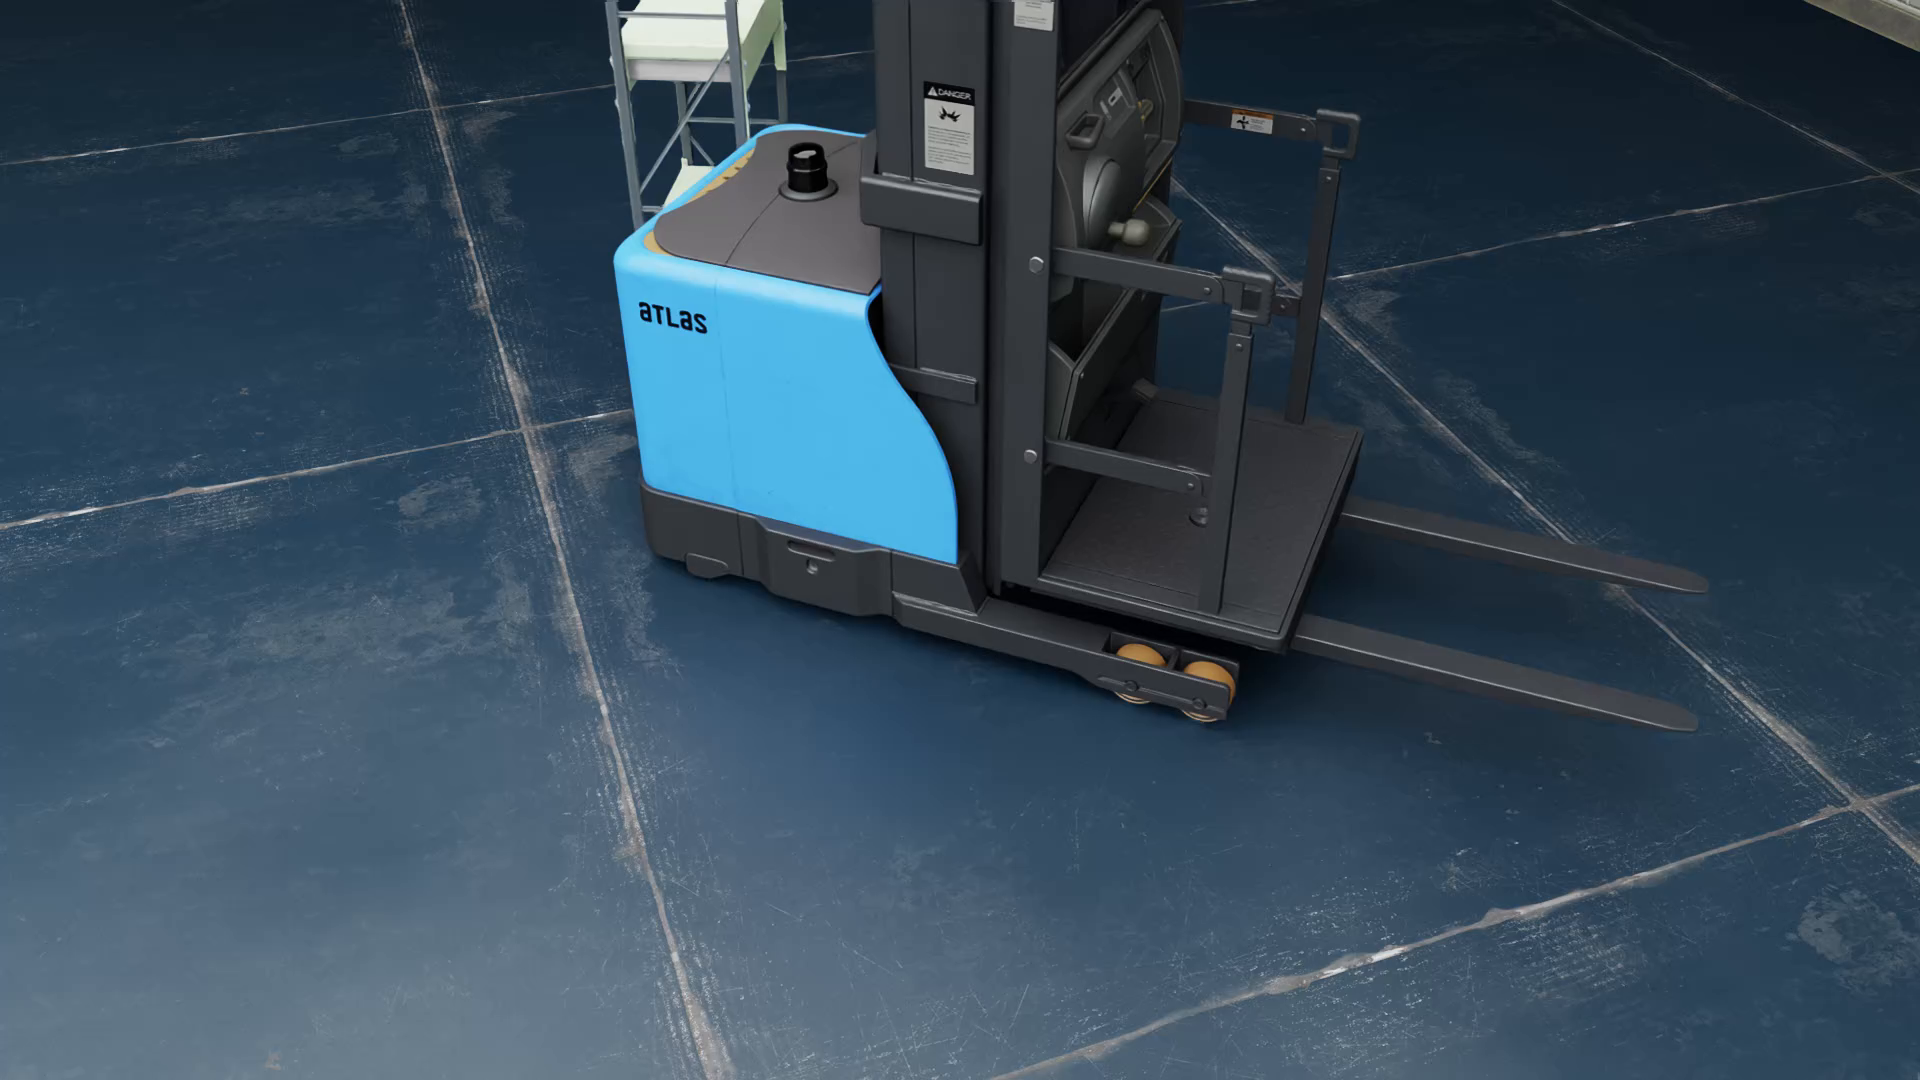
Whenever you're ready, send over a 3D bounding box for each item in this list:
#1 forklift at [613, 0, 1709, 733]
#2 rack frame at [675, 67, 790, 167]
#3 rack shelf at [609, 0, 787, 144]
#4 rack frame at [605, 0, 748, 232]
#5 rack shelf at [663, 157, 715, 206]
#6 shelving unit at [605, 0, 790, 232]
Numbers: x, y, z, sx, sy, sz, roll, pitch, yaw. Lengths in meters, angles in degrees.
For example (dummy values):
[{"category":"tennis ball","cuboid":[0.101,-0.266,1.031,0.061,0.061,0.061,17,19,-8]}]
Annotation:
[{"category":"forklift","cuboid":[0.601,-1.035,4.187,3.031,2.935,1.130,14,39,18]},{"category":"rack frame","cuboid":[-0.815,-1.512,6.010,0.400,1.500,0.023,3,37,4]},{"category":"rack shelf","cuboid":[-0.844,-1.604,5.484,0.431,0.370,0.720,3,37,4]},{"category":"rack frame","cuboid":[-0.872,-1.073,5.427,0.400,1.500,0.023,3,37,4]},{"category":"rack shelf","cuboid":[-0.844,-1.032,5.915,0.431,0.370,0.720,3,37,4]},{"category":"shelving unit","cuboid":[-0.844,-1.292,5.719,0.431,1.500,0.755,3,37,4]}]
